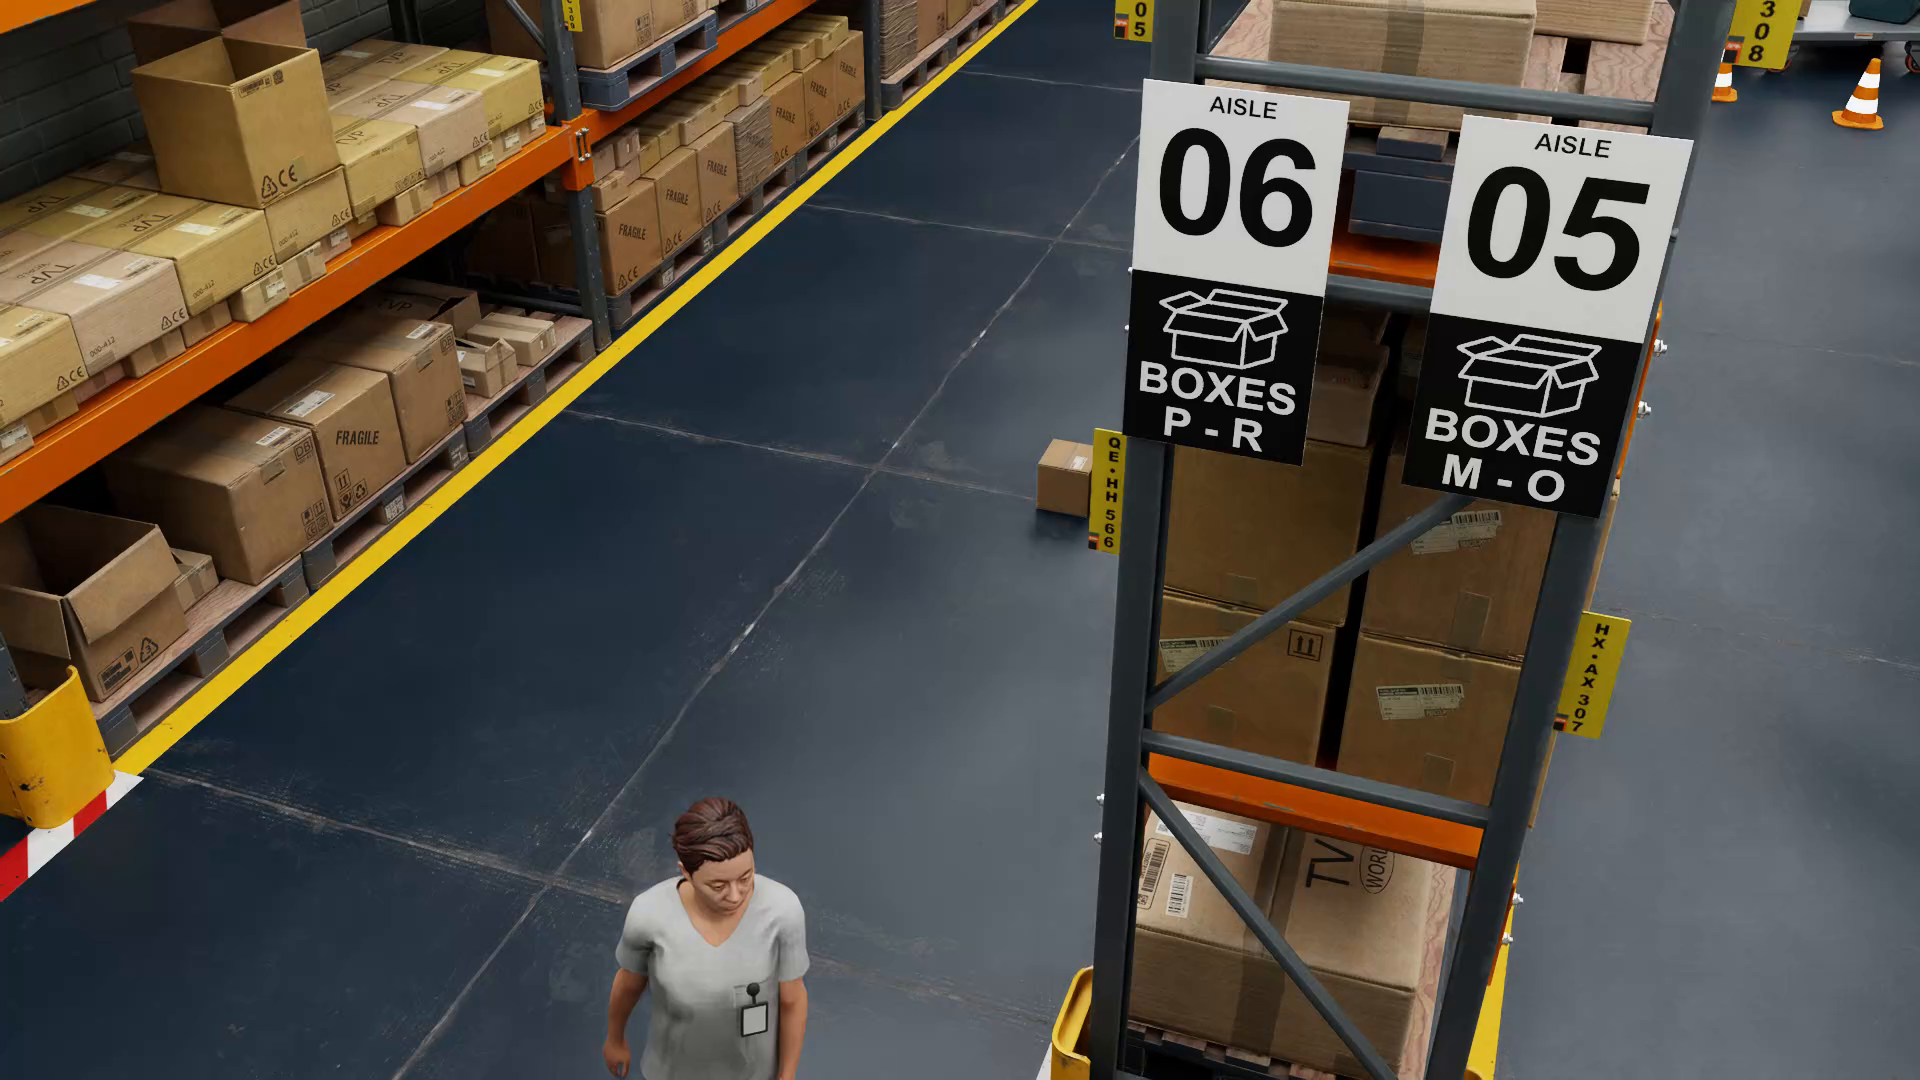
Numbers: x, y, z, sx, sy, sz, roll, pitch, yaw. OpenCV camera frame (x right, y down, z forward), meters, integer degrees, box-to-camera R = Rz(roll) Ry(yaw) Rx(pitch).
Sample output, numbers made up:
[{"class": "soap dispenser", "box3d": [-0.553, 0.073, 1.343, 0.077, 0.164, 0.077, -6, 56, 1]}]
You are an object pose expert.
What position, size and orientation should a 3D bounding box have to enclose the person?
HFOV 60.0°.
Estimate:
[{"class": "person", "box3d": [-0.610, 1.359, 4.109, 0.529, 1.717, 0.619, -7, 34, -10]}]
